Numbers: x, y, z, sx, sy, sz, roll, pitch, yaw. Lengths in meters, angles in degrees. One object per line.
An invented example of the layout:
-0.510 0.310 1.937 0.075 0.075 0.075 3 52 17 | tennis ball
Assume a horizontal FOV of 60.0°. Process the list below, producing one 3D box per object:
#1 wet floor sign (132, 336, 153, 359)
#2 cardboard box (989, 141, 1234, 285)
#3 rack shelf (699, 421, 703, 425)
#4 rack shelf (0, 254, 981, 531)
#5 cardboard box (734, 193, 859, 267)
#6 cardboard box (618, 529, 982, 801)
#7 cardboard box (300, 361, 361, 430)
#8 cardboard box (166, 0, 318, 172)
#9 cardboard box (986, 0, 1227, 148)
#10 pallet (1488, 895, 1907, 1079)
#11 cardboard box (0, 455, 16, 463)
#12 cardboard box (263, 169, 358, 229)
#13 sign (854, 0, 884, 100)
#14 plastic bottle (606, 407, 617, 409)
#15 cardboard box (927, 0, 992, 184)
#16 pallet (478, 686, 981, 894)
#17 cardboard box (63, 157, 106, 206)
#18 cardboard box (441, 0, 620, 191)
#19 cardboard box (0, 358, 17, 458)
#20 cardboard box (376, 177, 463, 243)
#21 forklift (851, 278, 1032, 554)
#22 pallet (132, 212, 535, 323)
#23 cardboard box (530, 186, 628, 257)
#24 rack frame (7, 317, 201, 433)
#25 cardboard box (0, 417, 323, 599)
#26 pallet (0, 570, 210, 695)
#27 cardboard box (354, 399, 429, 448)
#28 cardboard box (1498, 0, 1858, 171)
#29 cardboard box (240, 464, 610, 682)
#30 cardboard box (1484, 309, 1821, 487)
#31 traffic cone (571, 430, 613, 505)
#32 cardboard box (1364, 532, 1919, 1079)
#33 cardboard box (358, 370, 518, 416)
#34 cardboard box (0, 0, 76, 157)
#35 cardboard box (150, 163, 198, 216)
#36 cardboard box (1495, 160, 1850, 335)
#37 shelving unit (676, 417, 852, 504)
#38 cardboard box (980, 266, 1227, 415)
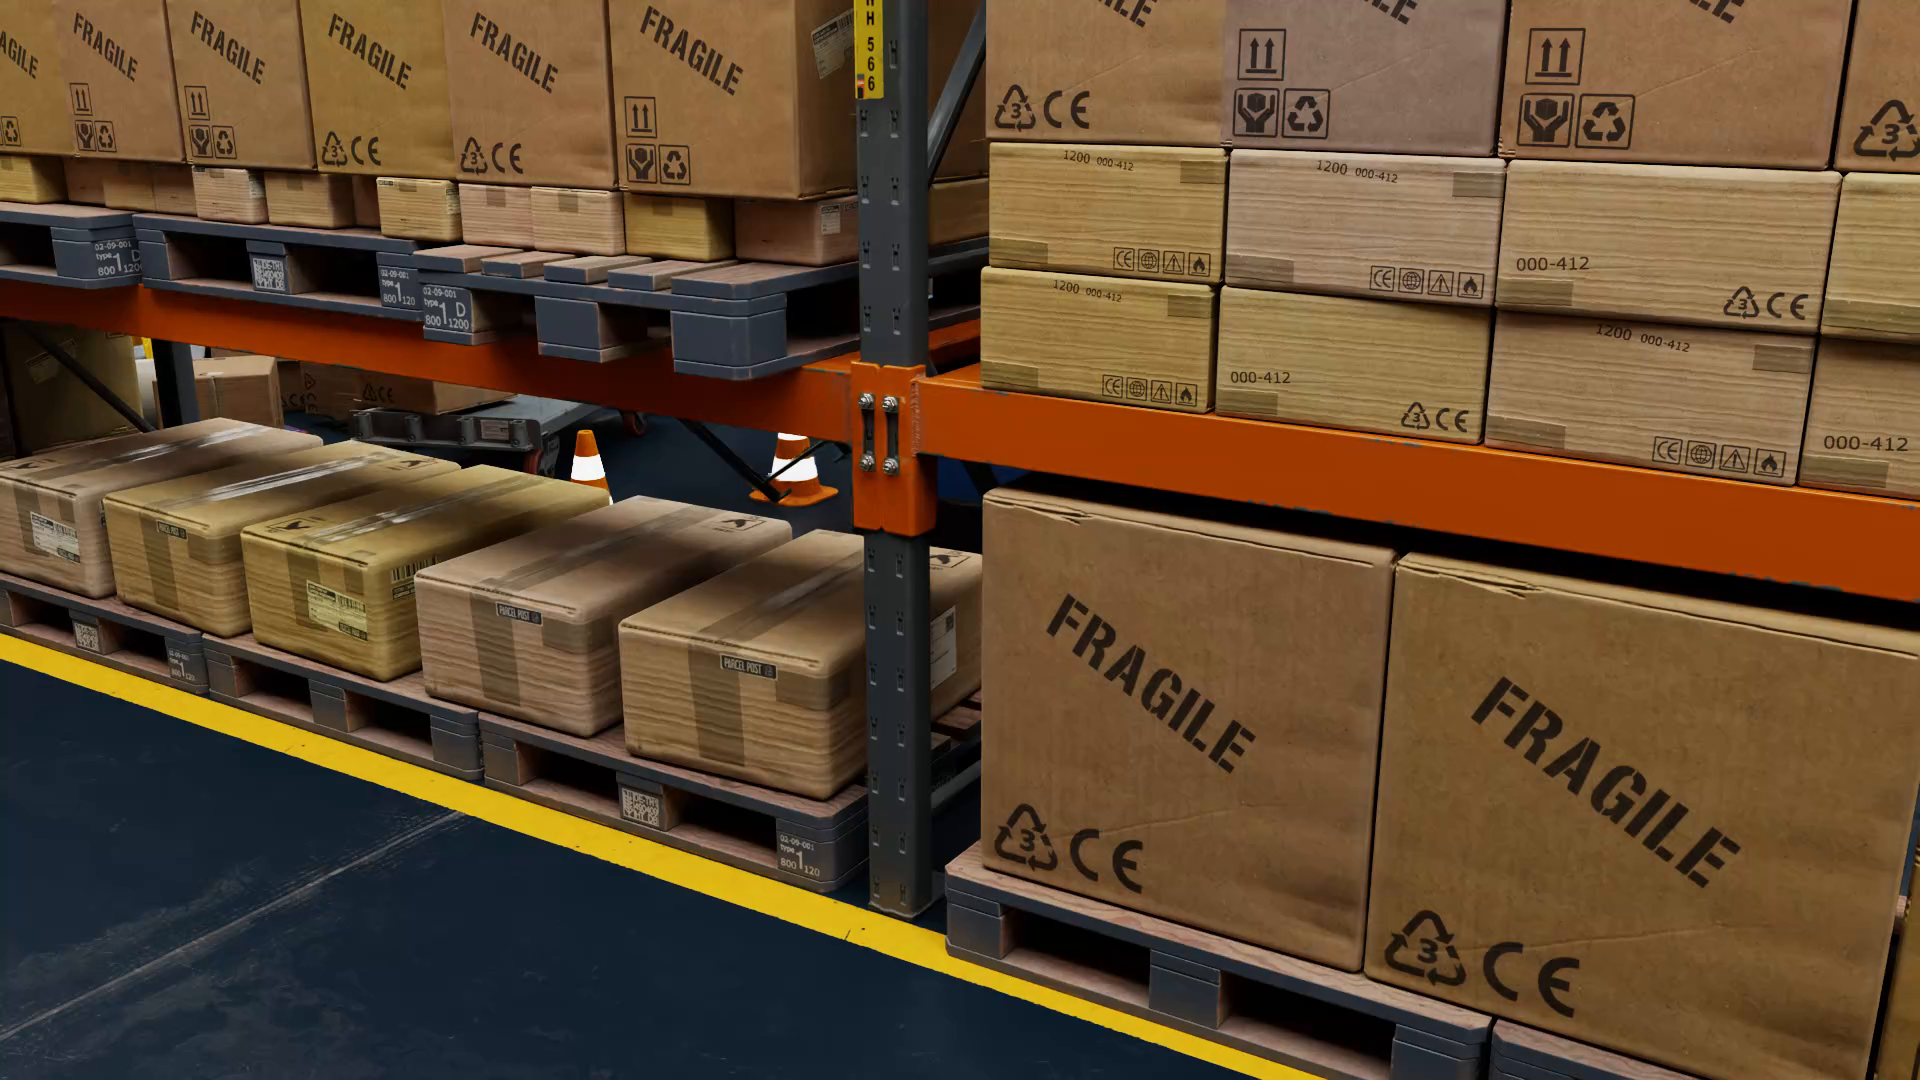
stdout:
-5.278 -1.512 10.749 0.232 0.644 0.267 7 18 21 | wet floor sign
0.398 -0.696 3.408 0.500 0.250 0.500 10 20 30 | cardboard box
-0.943 -0.964 7.364 0.538 0.185 1.000 -31 29 32 | rack shelf
-1.608 -0.626 5.020 4.000 0.370 1.077 10 20 30 | rack shelf
-0.307 -0.739 3.862 0.250 0.149 0.380 11 20 32 | cardboard box
-0.380 0.302 4.526 0.625 0.372 0.950 9 19 26 | cardboard box
-3.098 -0.973 8.986 0.503 0.637 0.797 10 20 30 | cardboard box
-1.779 -1.293 4.572 0.500 0.500 0.500 9 19 28 | cardboard box
0.388 -1.057 3.308 0.500 0.500 0.500 9 19 28 | cardboard box
1.764 0.992 3.251 1.213 0.211 1.003 10 20 30 | pallet
-3.957 -0.183 6.332 0.500 0.250 0.500 11 20 33 | cardboard box
-1.668 -0.955 4.573 0.250 0.149 0.380 9 19 28 | cardboard box
-0.180 -1.047 3.310 0.005 0.325 0.100 10 20 30 | sign
-1.834 -0.778 9.338 0.283 0.061 0.133 0 17 1 | plastic bottle
-0.167 -1.183 4.209 0.500 0.500 0.500 9 19 29 | cardboard box
-0.569 0.549 4.712 1.213 0.211 1.003 10 20 30 | pallet
-2.517 -1.129 5.146 0.250 0.149 0.380 12 20 34 | cardboard box
-0.883 -1.134 4.046 0.500 0.500 0.500 10 19 29 | cardboard box
-3.957 -0.542 6.224 0.500 0.500 0.500 10 19 29 | cardboard box
-1.263 -0.867 4.286 0.250 0.149 0.380 11 20 31 | cardboard box
1.133 -1.273 6.028 3.031 2.935 1.130 7 18 23 | forklift
-1.612 -0.866 4.900 1.213 0.211 1.003 10 20 30 | pallet
-0.811 -0.789 4.027 0.250 0.149 0.380 10 20 30 | cardboard box
-3.313 -1.275 5.917 0.127 3.000 1.000 10 20 30 | rack frame
-2.864 -0.139 5.977 0.625 0.372 0.950 10 20 31 | cardboard box
-2.649 0.178 5.934 1.213 0.211 1.003 10 20 30 | pallet
-2.884 -0.622 8.472 0.396 0.266 0.258 -2 17 -8 | cardboard box
1.249 -0.901 2.796 0.500 0.500 0.500 11 20 32 | cardboard box
-1.657 0.075 5.273 0.625 0.372 0.950 11 20 32 | cardboard box
1.272 -0.303 2.975 0.500 0.250 0.500 11 20 32 | cardboard box
-1.523 -0.219 6.806 0.334 0.463 0.336 10 20 30 | traffic cone
1.399 0.412 3.298 0.875 0.875 0.875 10 20 31 | cardboard box
-2.407 -0.886 7.637 0.500 0.500 0.500 10 20 30 | cardboard box
-2.636 -1.448 5.079 0.500 0.500 0.500 10 20 30 | cardboard box
-2.110 -1.041 4.858 0.250 0.149 0.380 10 20 30 | cardboard box
1.256 -0.538 2.889 0.500 0.250 0.500 10 20 30 | cardboard box
-1.063 -1.074 7.289 0.538 1.500 1.048 -31 29 32 | shelving unit
0.381 -0.458 3.486 0.500 0.250 0.500 10 19 29 | cardboard box
